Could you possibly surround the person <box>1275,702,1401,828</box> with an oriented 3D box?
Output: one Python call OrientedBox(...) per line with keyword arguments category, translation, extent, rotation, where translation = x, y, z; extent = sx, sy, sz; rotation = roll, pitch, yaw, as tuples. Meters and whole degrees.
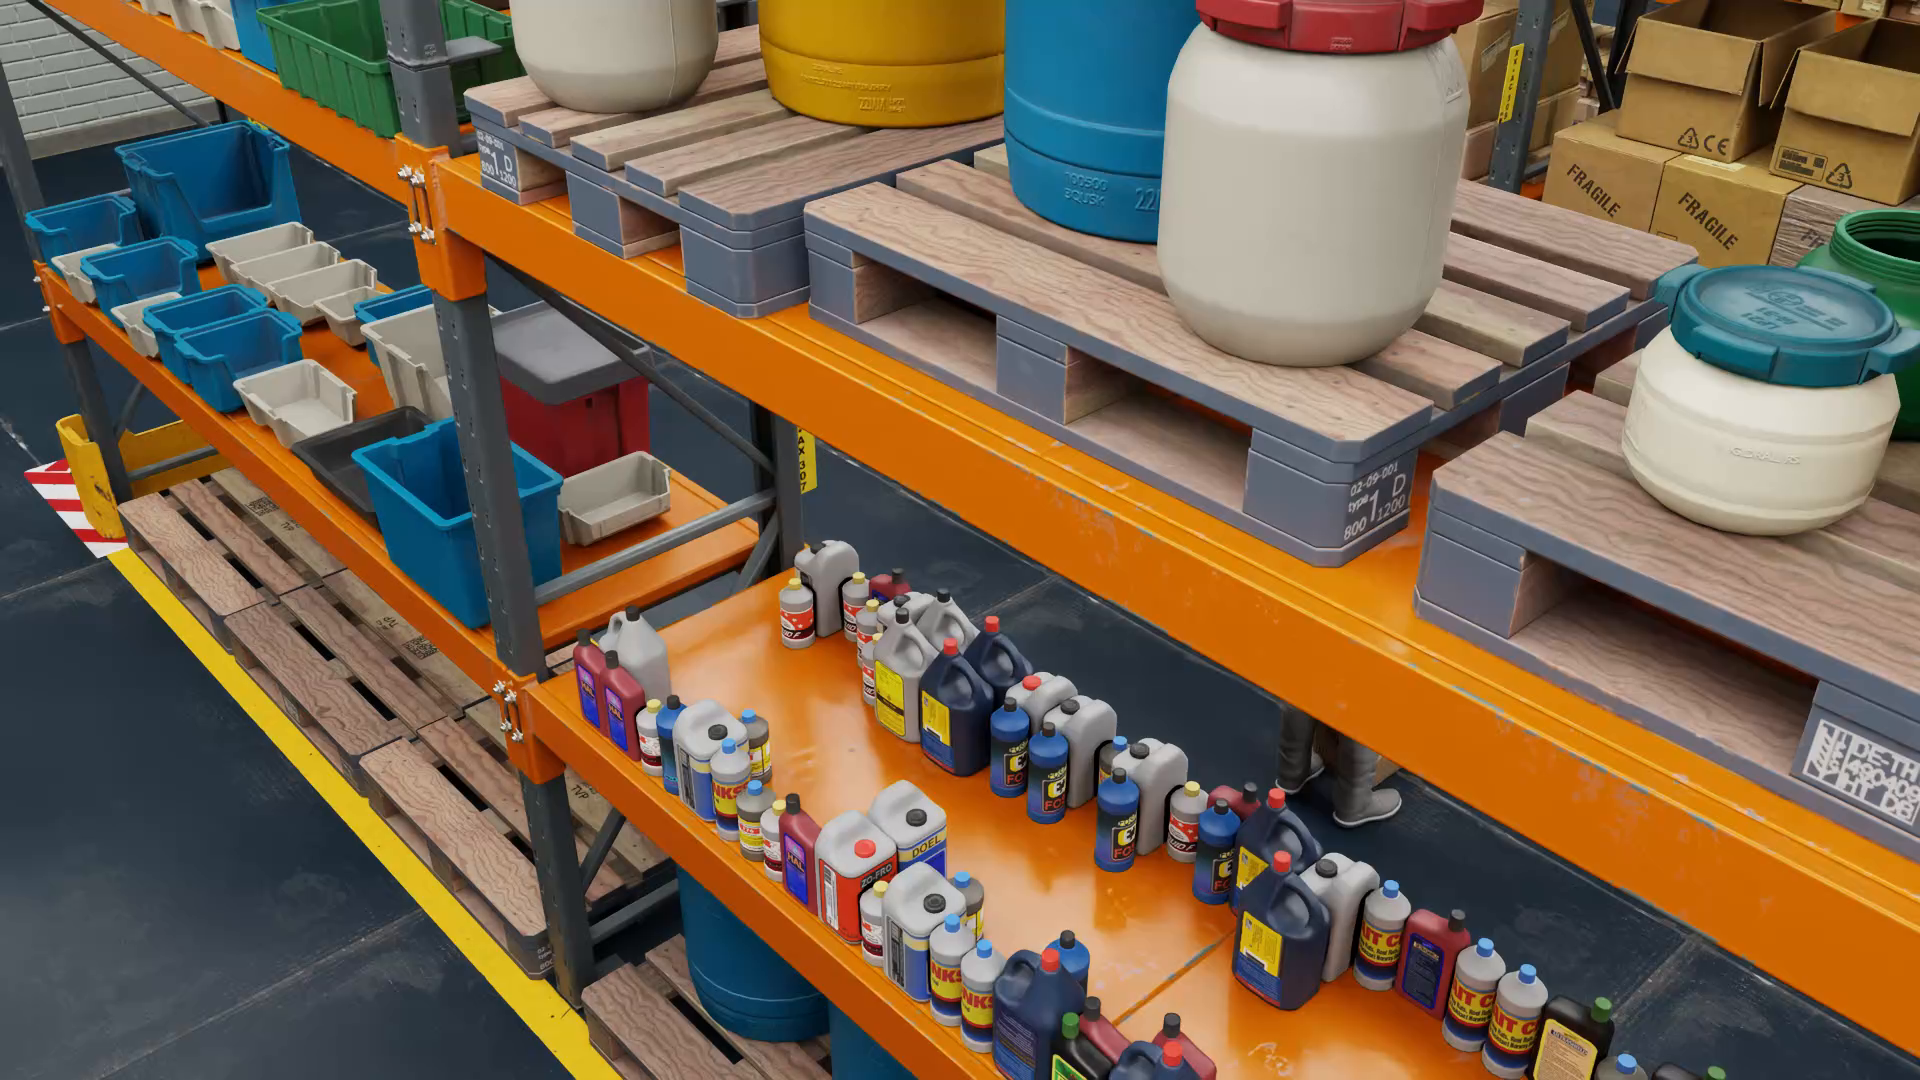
OrientedBox(category="person", translation=(1.348, 0.236, 5.755), extent=(0.528, 1.663, 0.393), rotation=(28, 41, 37))
